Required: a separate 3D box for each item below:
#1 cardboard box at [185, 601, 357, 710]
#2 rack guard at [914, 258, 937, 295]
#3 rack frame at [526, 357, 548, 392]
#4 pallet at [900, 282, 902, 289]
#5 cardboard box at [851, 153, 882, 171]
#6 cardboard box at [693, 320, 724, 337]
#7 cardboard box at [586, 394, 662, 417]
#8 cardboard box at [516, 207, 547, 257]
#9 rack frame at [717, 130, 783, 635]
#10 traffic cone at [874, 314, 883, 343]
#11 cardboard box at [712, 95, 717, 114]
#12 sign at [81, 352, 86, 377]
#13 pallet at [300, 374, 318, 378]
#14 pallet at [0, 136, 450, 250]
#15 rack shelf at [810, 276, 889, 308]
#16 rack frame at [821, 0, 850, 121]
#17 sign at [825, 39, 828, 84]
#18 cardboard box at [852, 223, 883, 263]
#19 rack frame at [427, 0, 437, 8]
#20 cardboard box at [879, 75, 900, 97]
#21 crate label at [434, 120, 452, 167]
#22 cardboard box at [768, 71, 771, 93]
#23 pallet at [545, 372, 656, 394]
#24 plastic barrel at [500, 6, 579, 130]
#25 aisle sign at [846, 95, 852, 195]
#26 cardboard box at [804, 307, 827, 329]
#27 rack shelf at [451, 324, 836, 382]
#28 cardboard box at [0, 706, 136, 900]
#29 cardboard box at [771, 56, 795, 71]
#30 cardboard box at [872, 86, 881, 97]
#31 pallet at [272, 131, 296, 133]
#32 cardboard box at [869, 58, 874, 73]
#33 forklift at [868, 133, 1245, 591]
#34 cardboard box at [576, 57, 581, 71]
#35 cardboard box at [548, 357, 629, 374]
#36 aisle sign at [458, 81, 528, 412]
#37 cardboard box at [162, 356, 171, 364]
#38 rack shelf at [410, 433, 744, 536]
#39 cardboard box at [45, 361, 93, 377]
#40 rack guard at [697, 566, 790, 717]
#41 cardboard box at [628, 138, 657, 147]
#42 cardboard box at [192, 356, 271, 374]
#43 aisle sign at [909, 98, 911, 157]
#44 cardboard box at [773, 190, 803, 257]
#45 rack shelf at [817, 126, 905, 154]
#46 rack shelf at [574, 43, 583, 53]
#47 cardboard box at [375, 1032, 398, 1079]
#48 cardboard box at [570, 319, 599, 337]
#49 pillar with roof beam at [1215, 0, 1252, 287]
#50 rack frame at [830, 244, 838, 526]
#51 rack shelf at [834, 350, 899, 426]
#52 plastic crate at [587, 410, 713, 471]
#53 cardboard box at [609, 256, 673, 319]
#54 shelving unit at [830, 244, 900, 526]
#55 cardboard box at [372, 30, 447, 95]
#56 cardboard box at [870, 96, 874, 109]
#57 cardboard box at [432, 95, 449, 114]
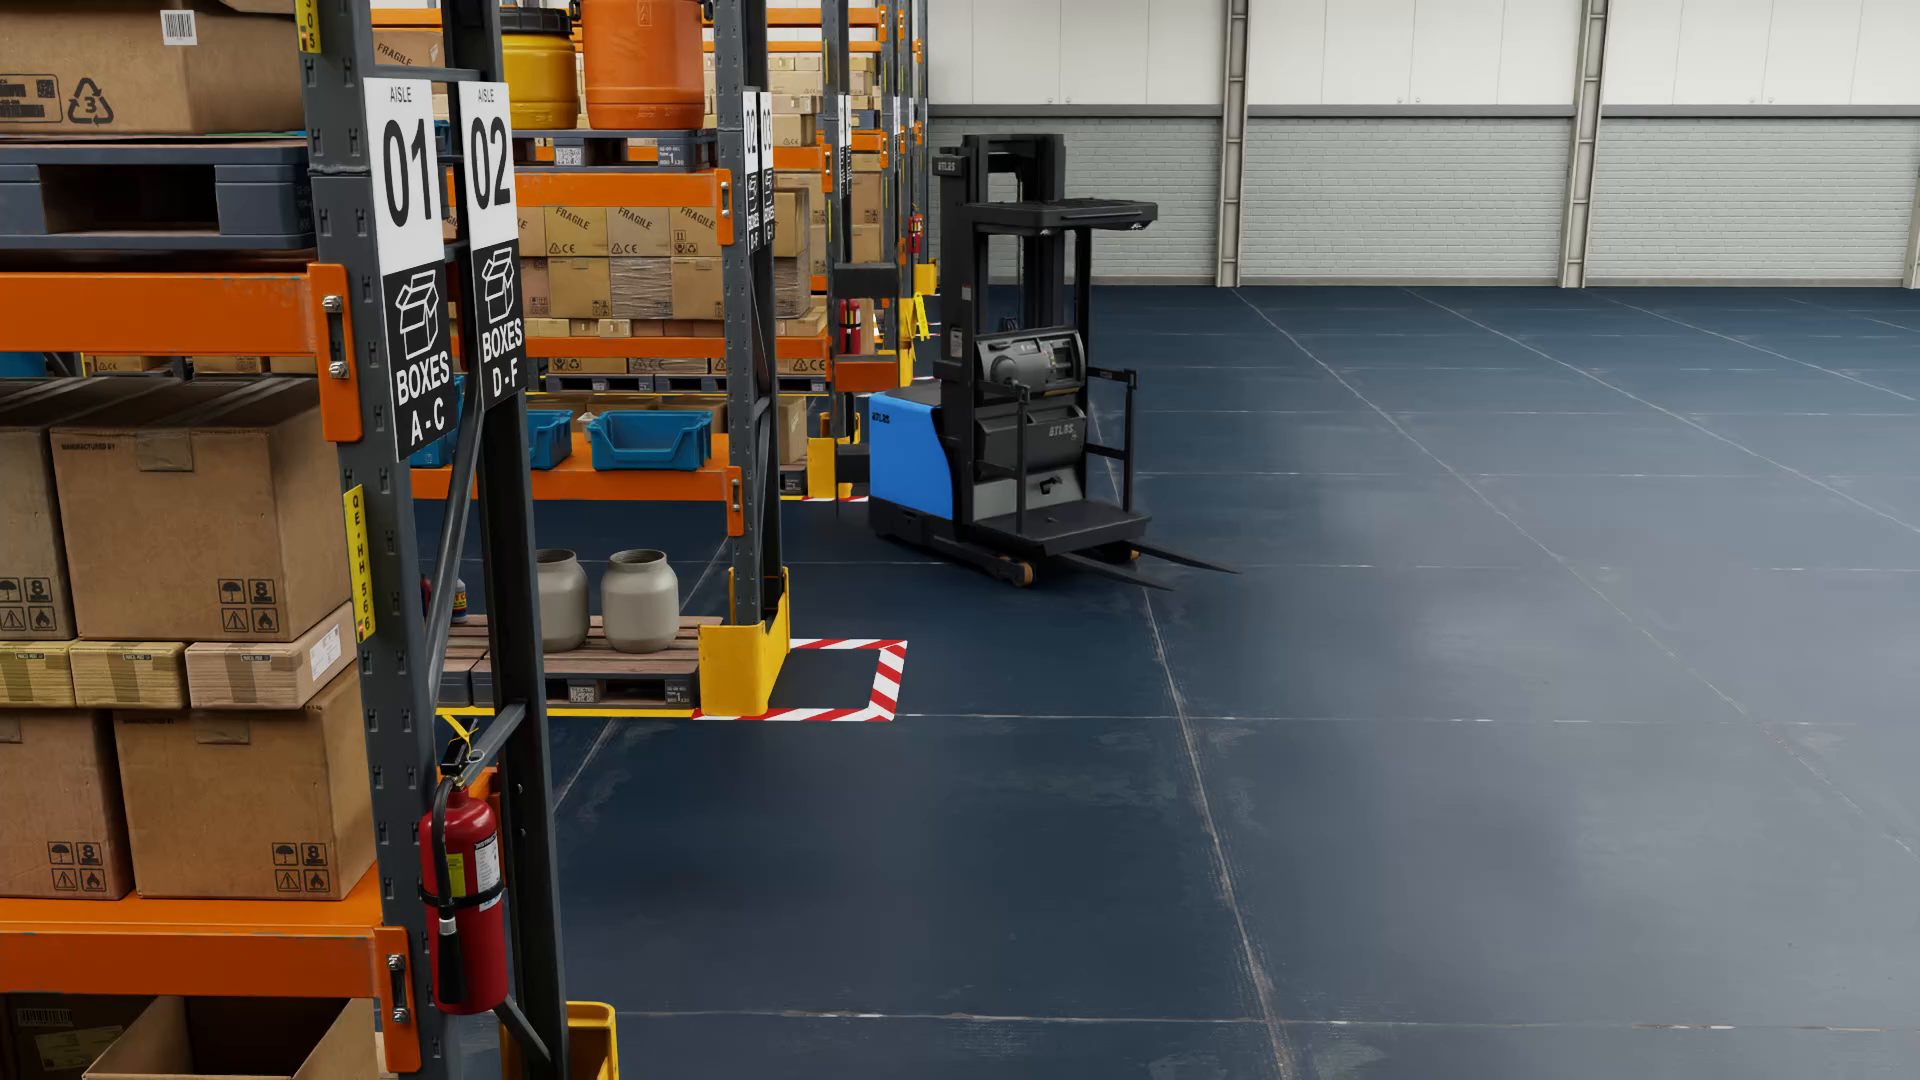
[{"bbox_3d":[-1.633,0.271,3.967,0.250,0.149,0.380,0,15,0],"label":"cardboard box"},{"bbox_3d":[-0.590,-4.524,28.508,0.348,0.500,1.175,0,15,1],"label":"rack guard"},{"bbox_3d":[-4.761,-3.230,18.703,0.127,3.000,1.000,0,15,1],"label":"rack frame"},{"bbox_3d":[-1.379,-4.379,28.524,1.213,0.211,1.003,0,15,1],"label":"pallet"},{"bbox_3d":[-1.253,-5.090,23.015,0.500,0.500,0.700,0,15,0],"label":"cardboard box"},{"bbox_3d":[-2.031,-1.763,13.636,0.250,0.149,0.380,0,15,1],"label":"cardboard box"},{"bbox_3d":[-2.837,-0.947,14.125,0.500,0.500,0.500,2,15,7],"label":"cardboard box"},{"bbox_3d":[-3.545,-2.567,13.452,0.500,0.500,0.500,0,15,1],"label":"cardboard box"},{"bbox_3d":[-1.116,-0.677,9.025,0.127,3.000,1.000,0,15,1],"label":"rack frame"},{"bbox_3d":[-1.200,-2.914,22.479,0.334,0.463,0.336,0,15,1],"label":"traffic cone"},{"bbox_3d":[-1.809,-3.438,13.124,0.250,0.149,0.380,0,15,-1],"label":"cardboard box"},{"bbox_3d":[-5.090,-0.977,9.620,0.005,0.325,0.100,0,15,1],"label":"sign"},{"bbox_3d":[-6.757,-1.875,19.032,1.213,0.211,1.003,0,15,1],"label":"pallet"},{"bbox_3d":[-1.953,-0.832,3.908,1.213,0.211,1.003,0,15,1],"label":"pallet"},{"bbox_3d":[-2.761,-2.869,18.745,4.000,0.370,1.077,0,15,1],"label":"rack shelf"},{"bbox_3d":[-0.990,-4.841,13.047,0.127,3.000,1.000,0,15,1],"label":"rack frame"},{"bbox_3d":[-1.024,-3.677,12.781,0.005,0.325,0.100,0,15,1],"label":"sign"},{"bbox_3d":[-1.134,-3.267,18.550,0.550,0.550,0.875,0,15,1],"label":"cardboard box"},{"bbox_3d":[-8.611,-8.686,27.622,0.127,3.000,1.000,0,15,1],"label":"rack frame"},{"bbox_3d":[-1.062,-7.424,27.503,0.500,0.500,0.500,1,15,3],"label":"cardboard box"},{"bbox_3d":[-2.979,-2.152,9.027,0.408,0.251,0.502,0,15,1],"label":"crate label"},{"bbox_3d":[-2.260,-4.916,17.905,0.500,0.250,0.500,0,15,1],"label":"cardboard box"},{"bbox_3d":[-4.003,-1.857,18.964,1.213,0.211,1.003,0,15,1],"label":"pallet"},{"bbox_3d":[-2.259,-2.396,8.470,0.600,0.588,0.600,0,15,0],"label":"plastic barrel"},{"bbox_3d":[-0.920,-3.273,13.769,0.004,0.787,0.394,0,15,1],"label":"aisle sign"},{"bbox_3d":[-1.269,-1.881,14.082,0.250,0.149,0.380,0,15,1],"label":"cardboard box"},{"bbox_3d":[-2.989,-1.605,13.954,4.000,0.370,1.077,0,15,1],"label":"rack shelf"},{"bbox_3d":[-2.238,0.530,4.257,0.500,0.500,0.700,1,15,3],"label":"cardboard box"},{"bbox_3d":[-1.872,-5.091,17.785,0.250,0.149,0.380,1,15,2],"label":"cardboard box"},{"bbox_3d":[-1.082,-6.108,22.662,0.250,0.149,0.380,1,15,2],"label":"cardboard box"},{"bbox_3d":[-5.603,-3.357,13.671,1.003,0.211,1.213,0,15,1],"label":"pallet"},{"bbox_3d":[-1.088,-5.253,18.401,0.250,0.149,0.380,1,15,2],"label":"cardboard box"},{"bbox_3d":[0.627,-1.247,11.321,1.130,2.935,3.031,-12,19,-37],"label":"forklift"},{"bbox_3d":[-4.150,-5.106,17.842,0.250,0.149,0.380,0,15,1],"label":"cardboard box"},{"bbox_3d":[-4.134,-2.384,18.837,0.875,0.875,0.875,1,15,2],"label":"cardboard box"},{"bbox_3d":[-1.173,-0.748,4.200,0.004,0.787,0.394,0,15,1],"label":"aisle sign"},{"bbox_3d":[-9.460,-2.320,19.331,0.500,0.500,0.500,0,15,-1],"label":"cardboard box"},{"bbox_3d":[-3.116,-0.342,9.166,4.000,0.370,1.077,0,15,1],"label":"rack shelf"},{"bbox_3d":[-7.786,-1.361,14.186,0.500,0.250,0.500,2,15,8],"label":"cardboard box"},{"bbox_3d":[-1.194,0.543,9.300,0.348,0.500,1.175,0,15,1],"label":"rack guard"},{"bbox_3d":[-2.490,-3.264,13.246,0.500,0.250,0.500,1,15,3],"label":"cardboard box"},{"bbox_3d":[-8.153,-2.345,18.933,0.750,0.750,1.050,0,15,1],"label":"cardboard box"},{"bbox_3d":[-0.682,-5.650,22.778,0.004,0.787,0.394,0,15,1],"label":"aisle sign"},{"bbox_3d":[-1.546,-2.556,13.409,0.500,0.500,0.500,0,15,1],"label":"cardboard box"},{"bbox_3d":[-2.736,-5.583,23.150,4.000,0.370,1.077,0,15,1],"label":"rack shelf"},{"bbox_3d":[-6.612,-8.132,27.715,4.000,0.370,1.077,0,15,1],"label":"rack shelf"},{"bbox_3d":[-1.777,1.653,4.763,0.500,0.250,0.500,0,15,1],"label":"cardboard box"},{"bbox_3d":[-3.030,-1.770,13.661,0.250,0.149,0.380,0,15,1],"label":"cardboard box"},{"bbox_3d":[4.601,-7.731,24.003,0.400,9.000,9.100,0,15,1],"label":"pillar with roof beam"},{"bbox_3d":[-0.958,-1.174,12.674,0.015,2.100,0.400,-1,15,-4],"label":"rack frame"},{"bbox_3d":[-0.714,-1.165,12.693,0.480,0.518,0.431,-1,15,-4],"label":"rack shelf"},{"bbox_3d":[-1.624,-0.532,8.767,0.616,0.251,0.499,0,15,1],"label":"plastic crate"},{"bbox_3d":[-2.541,-2.130,13.752,0.500,0.500,0.875,0,15,1],"label":"cardboard box"},{"bbox_3d":[-0.714,-1.178,12.689,0.503,2.100,0.431,-1,15,-4],"label":"shelving unit"},{"bbox_3d":[-4.532,-3.912,13.649,0.500,0.500,0.500,0,15,0],"label":"cardboard box"},{"bbox_3d":[-1.097,-4.868,18.506,0.250,0.149,0.380,0,15,2],"label":"cardboard box"},{"bbox_3d":[-4.132,-3.464,13.223,0.250,0.149,0.380,0,15,2],"label":"cardboard box"}]
